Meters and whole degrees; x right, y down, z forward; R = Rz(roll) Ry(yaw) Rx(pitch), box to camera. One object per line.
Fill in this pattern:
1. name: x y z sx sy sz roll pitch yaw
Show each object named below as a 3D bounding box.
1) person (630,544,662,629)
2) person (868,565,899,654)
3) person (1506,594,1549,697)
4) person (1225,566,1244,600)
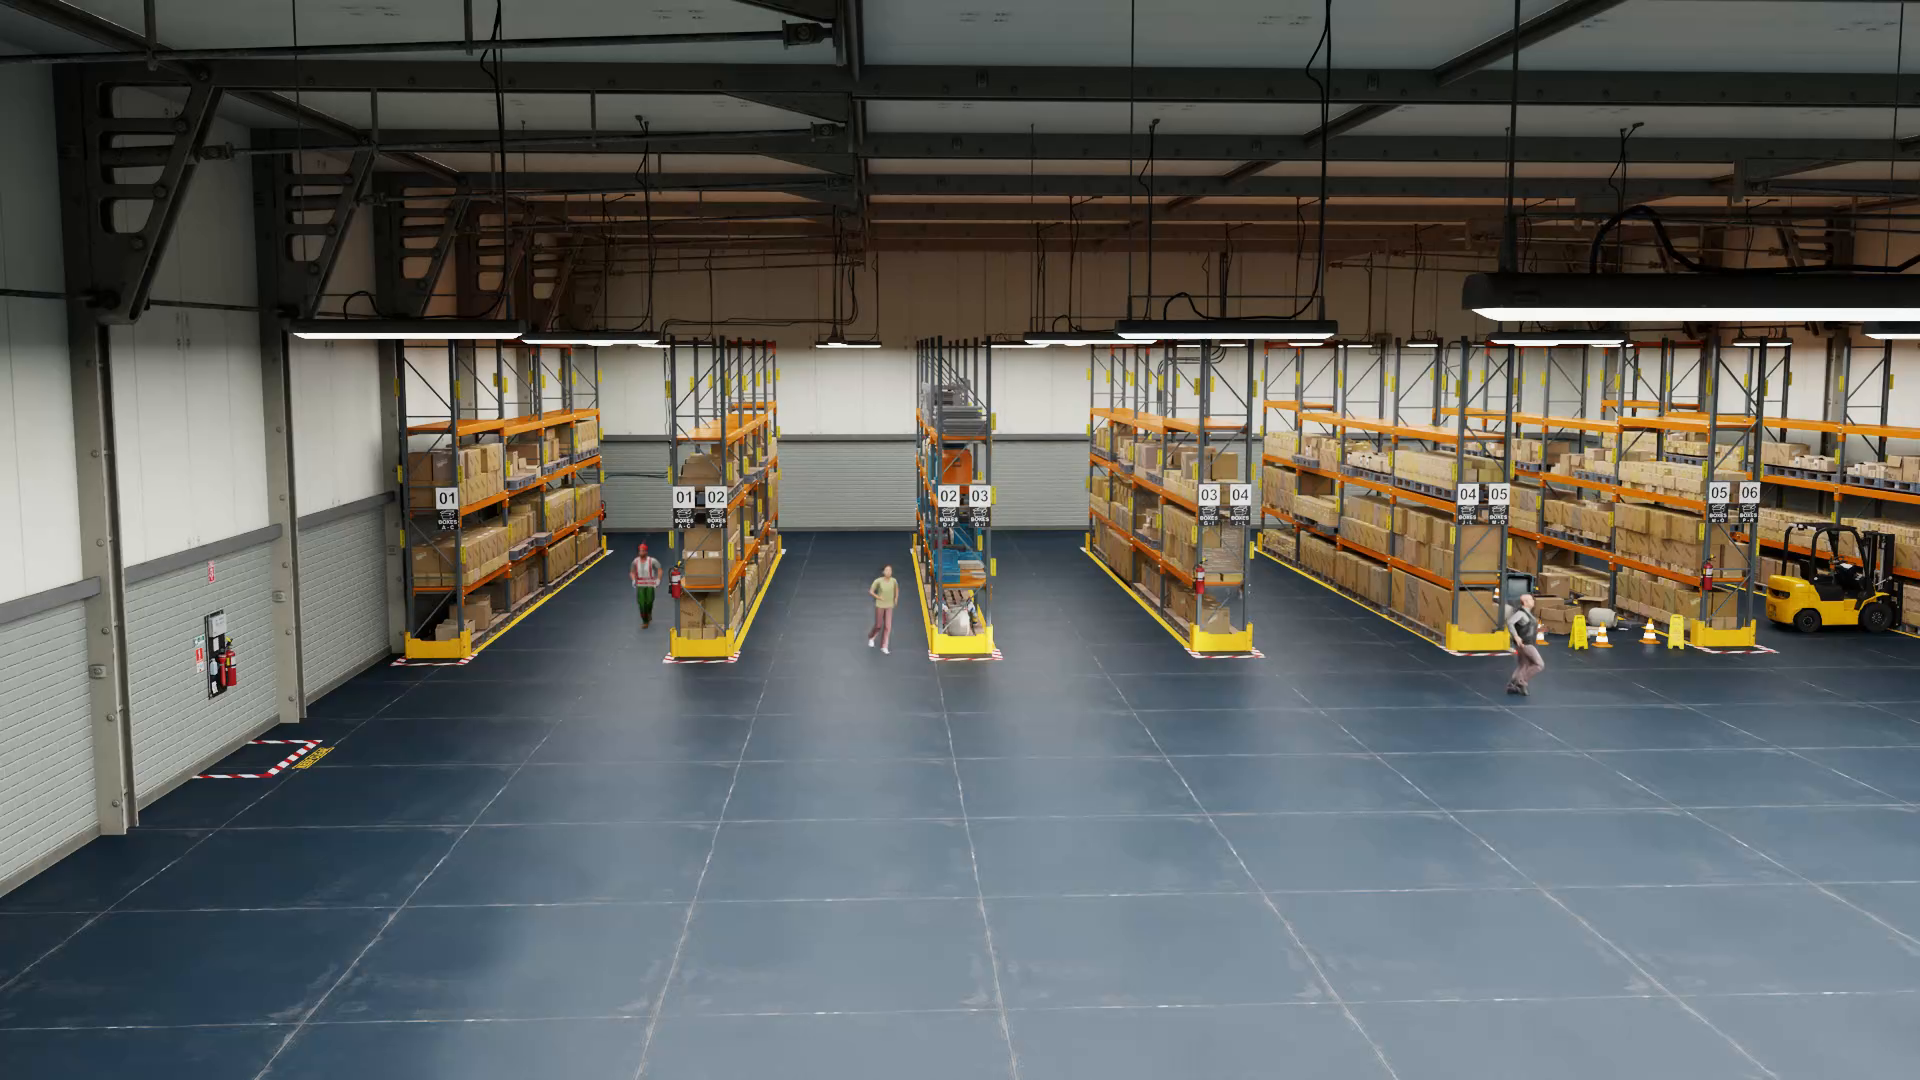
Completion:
1. person: -6.522 0.960 34.373 0.638 1.745 0.541 0 6 0
2. person: -1.434 1.289 31.806 0.608 1.635 0.812 -2 7 -19
3. person: 9.397 1.745 27.532 0.642 1.695 0.643 3 7 25
4. person: 6.412 0.494 38.663 0.581 1.719 0.830 -1 7 -9
